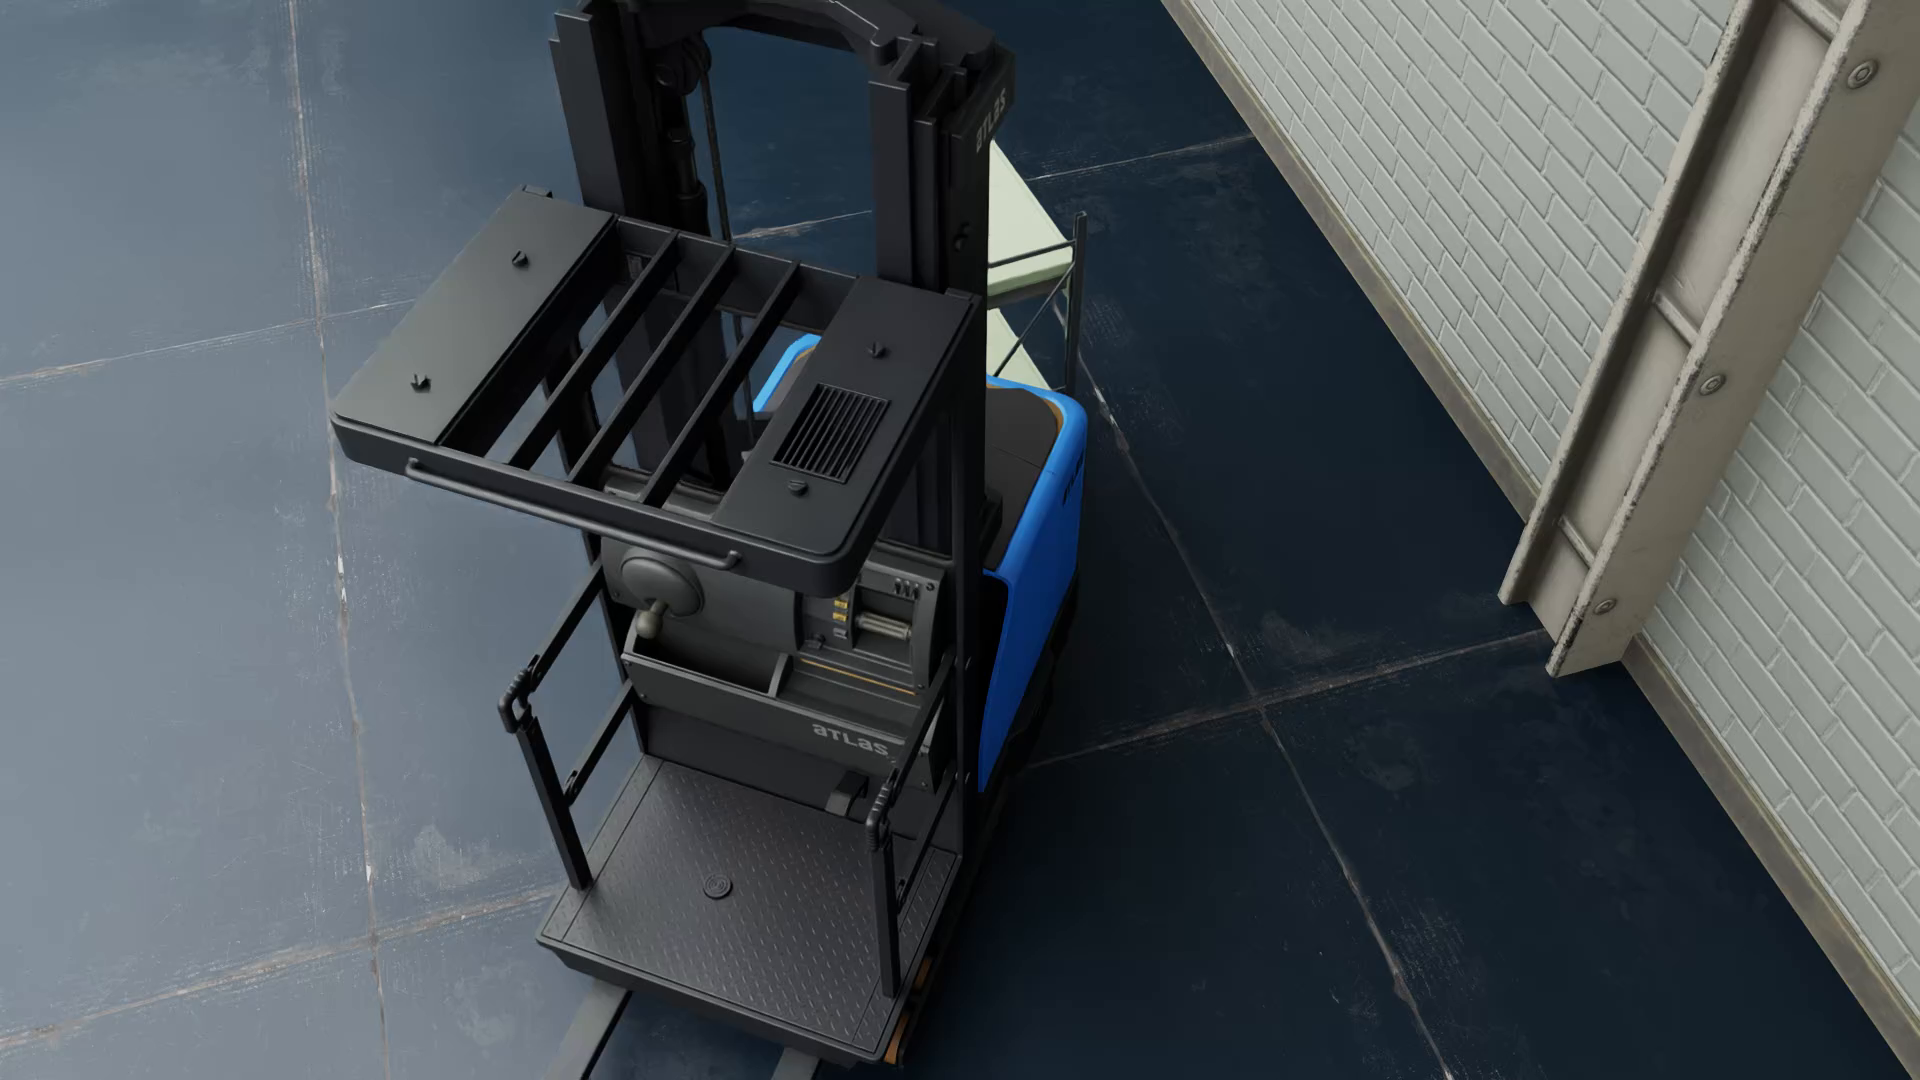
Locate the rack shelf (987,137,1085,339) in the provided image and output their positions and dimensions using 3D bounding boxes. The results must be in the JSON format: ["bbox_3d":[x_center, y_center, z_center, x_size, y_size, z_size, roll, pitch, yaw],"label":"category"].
[{"bbox_3d":[0.063,-0.977,5.582,0.431,0.370,0.720,-18,52,-15],"label":"rack shelf"}]

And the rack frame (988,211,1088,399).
[{"bbox_3d":[0.206,-0.468,5.663,0.400,1.500,0.023,-18,52,-15],"label":"rack frame"}]

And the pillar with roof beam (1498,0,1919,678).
[{"bbox_3d":[-1.943,-1.621,1.731,9.100,9.000,0.400,-13,51,-11],"label":"pillar with roof beam"}]

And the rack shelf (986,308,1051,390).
[{"bbox_3d":[0.063,-0.515,6.130,0.431,0.370,0.720,-18,52,-15],"label":"rack shelf"}]

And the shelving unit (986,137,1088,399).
[{"bbox_3d":[0.063,-0.725,5.880,0.431,1.500,0.755,-18,52,-15],"label":"shelving unit"}]

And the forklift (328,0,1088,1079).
[{"bbox_3d":[-0.566,0.238,4.132,1.130,2.935,3.031,16,52,13],"label":"forklift"}]
